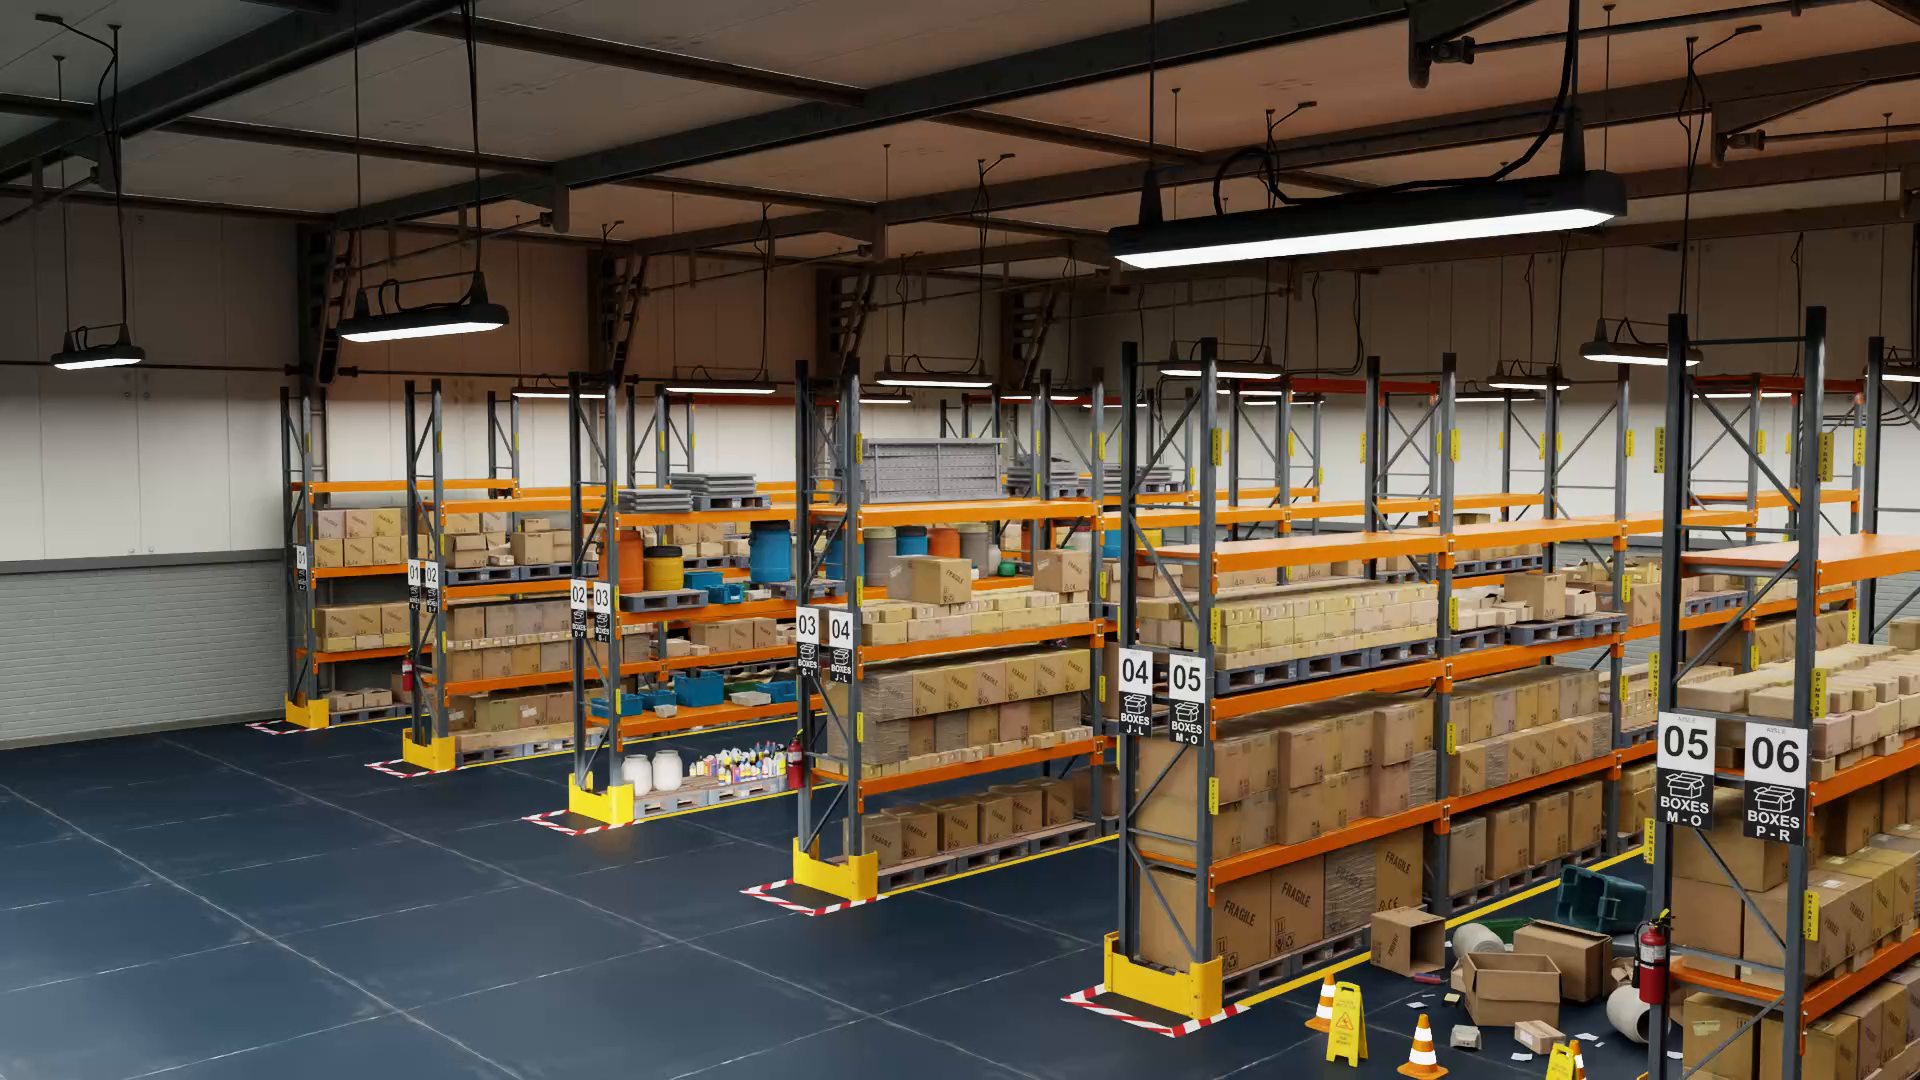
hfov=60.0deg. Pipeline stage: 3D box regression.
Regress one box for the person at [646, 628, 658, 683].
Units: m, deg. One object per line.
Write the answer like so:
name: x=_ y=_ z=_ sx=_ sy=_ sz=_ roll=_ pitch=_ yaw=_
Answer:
person: x=-5.589 y=2.425 z=30.551 sx=0.460 sy=1.615 sz=0.450 roll=-3 pitch=5 yaw=-36
